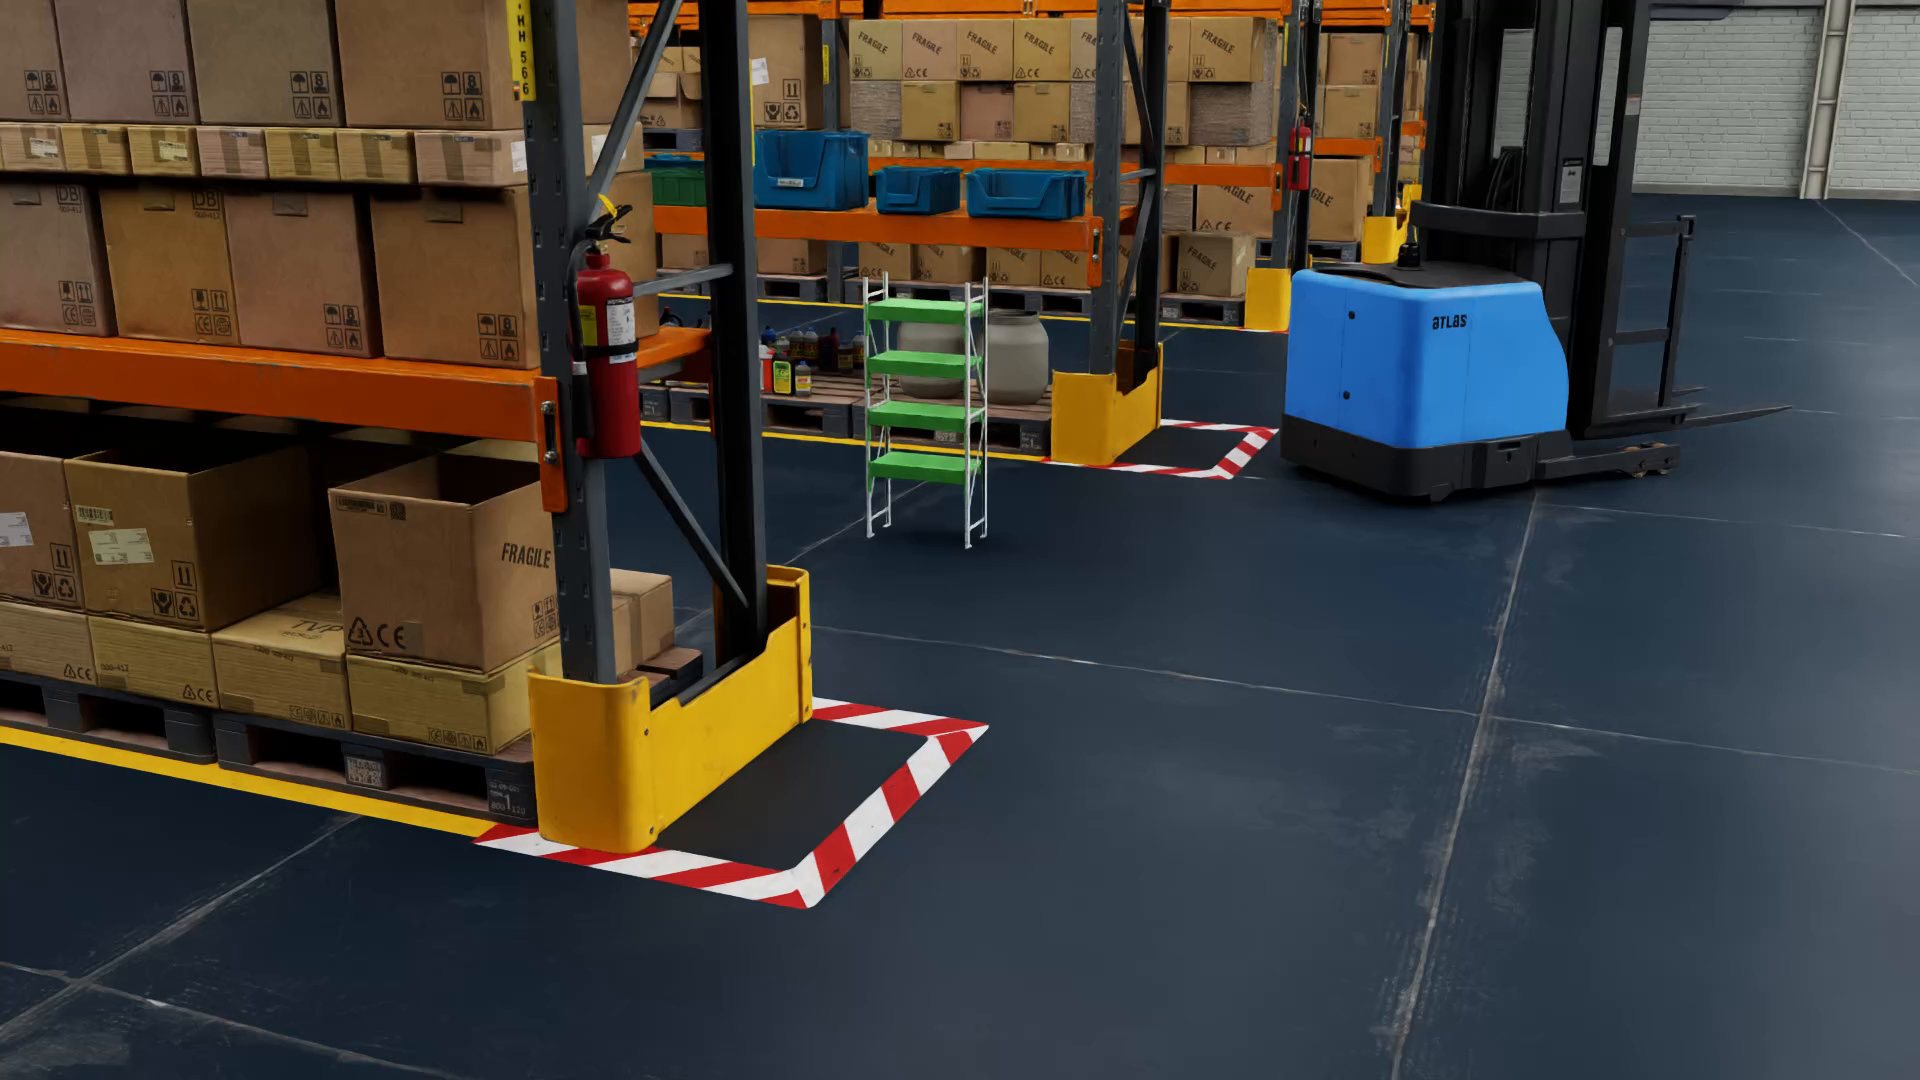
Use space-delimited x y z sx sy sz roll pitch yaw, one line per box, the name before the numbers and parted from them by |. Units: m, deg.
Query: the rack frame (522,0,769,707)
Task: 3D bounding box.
rack frame | -0.877 -0.728 4.800 0.127 3.000 1.000 6 17 21

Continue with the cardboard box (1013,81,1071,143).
cardboard box | 0.841 -3.687 14.282 0.500 0.500 0.875 6 17 21

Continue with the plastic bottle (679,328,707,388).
plastic bottle | -1.607 -1.107 10.070 0.185 0.351 0.144 6 17 20

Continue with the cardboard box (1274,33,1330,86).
cardboard box | 3.799 -5.244 18.150 0.550 0.550 0.875 6 17 21

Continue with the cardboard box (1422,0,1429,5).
cardboard box | 6.208 -7.305 22.526 0.250 0.149 0.380 6 17 21

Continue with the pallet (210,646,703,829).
pallet | -1.604 0.544 5.421 1.213 0.211 1.003 6 17 21

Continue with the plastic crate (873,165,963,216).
plastic crate | -0.233 -1.982 9.388 0.408 0.251 0.499 6 17 21

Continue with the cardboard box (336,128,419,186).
cardboard box | -1.546 -1.103 4.751 0.250 0.149 0.380 7 18 22

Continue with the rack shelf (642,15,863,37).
rack shelf | -2.905 -7.985 25.708 4.000 0.370 1.077 6 17 21

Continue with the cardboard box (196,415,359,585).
cardboard box | -2.230 -0.180 5.747 0.500 0.500 0.500 6 17 21

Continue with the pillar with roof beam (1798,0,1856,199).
pillar with roof beam | 11.900 -8.610 21.192 0.400 9.000 9.100 6 17 21

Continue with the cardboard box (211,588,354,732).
cardboard box | -1.954 0.365 5.216 0.500 0.250 0.500 6 17 21

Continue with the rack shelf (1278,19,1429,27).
rack shelf | 6.355 -8.454 27.325 4.000 0.370 1.077 6 17 21

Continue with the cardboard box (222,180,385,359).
cardboard box | -1.797 -0.879 5.143 0.500 0.500 0.700 7 18 22

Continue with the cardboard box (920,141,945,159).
cardboard box | -0.163 -3.415 14.506 0.250 0.149 0.380 6 17 21

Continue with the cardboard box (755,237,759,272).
cardboard box | -1.960 -2.839 15.766 0.500 0.500 0.700 6 17 20

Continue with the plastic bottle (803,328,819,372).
plastic bottle | -0.947 -1.214 10.581 0.097 0.271 0.097 0 16 0

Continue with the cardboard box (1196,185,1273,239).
cardboard box | 3.201 -3.896 18.770 0.875 0.875 0.875 6 17 20

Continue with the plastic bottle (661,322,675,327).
plastic bottle | -1.924 -1.273 10.774 0.135 0.276 0.152 6 17 21

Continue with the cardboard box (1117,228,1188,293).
cardboard box | 1.618 -2.418 14.354 0.500 0.500 0.500 12 20 35

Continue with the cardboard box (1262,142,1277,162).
cardboard box | 2.584 -3.267 13.997 0.250 0.149 0.380 6 17 21

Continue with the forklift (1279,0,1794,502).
forklift | 3.277 -1.860 8.822 3.031 2.935 1.130 -8 18 -25

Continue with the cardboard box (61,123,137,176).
cardboard box | -2.507 -1.209 5.115 0.250 0.149 0.380 7 18 22

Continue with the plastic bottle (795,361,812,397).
plastic bottle | -0.925 -0.954 9.808 0.097 0.201 0.097 0 16 0

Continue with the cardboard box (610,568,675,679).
cardboard box | -1.294 0.279 5.513 0.500 0.250 0.500 6 17 21

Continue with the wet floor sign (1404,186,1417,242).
wet floor sign | 5.429 -3.953 20.131 0.232 0.644 0.267 3 17 11

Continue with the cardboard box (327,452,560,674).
cardboard box | -1.485 0.053 4.944 0.500 0.500 0.500 6 17 21

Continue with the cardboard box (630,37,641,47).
cardboard box | -5.169 -7.883 26.311 0.250 0.149 0.380 6 17 20

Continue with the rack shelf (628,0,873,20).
rack shelf | -2.820 -5.005 15.445 4.000 0.370 1.077 6 17 21

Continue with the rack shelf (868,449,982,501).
rack shelf | -0.154 -0.301 7.649 0.480 0.148 0.258 6 17 21

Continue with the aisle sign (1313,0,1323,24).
aisle sign | 2.929 -4.617 13.533 0.004 0.787 0.394 6 17 21

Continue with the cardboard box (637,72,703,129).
cardboard box | -2.606 -4.110 15.514 0.637 0.503 0.797 8 18 26

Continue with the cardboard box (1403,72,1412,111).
cardboard box | 5.792 -6.042 22.392 0.500 0.500 0.500 6 17 20

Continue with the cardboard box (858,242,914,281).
cardboard box | -0.602 -2.656 15.172 0.500 0.500 0.500 6 17 19

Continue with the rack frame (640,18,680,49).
rack frame | -4.765 -7.094 26.731 0.127 3.000 1.000 6 17 21

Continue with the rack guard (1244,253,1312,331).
rack guard | 2.691 -2.104 14.024 0.348 0.500 1.175 6 17 21

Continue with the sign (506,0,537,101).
sign | -1.089 -1.258 4.126 0.005 0.325 0.100 6 17 21

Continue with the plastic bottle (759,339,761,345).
plastic bottle | -1.323 -1.222 10.734 0.097 0.201 0.097 0 16 0

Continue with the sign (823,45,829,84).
sign | -1.160 -4.118 14.400 0.005 0.325 0.100 6 17 21

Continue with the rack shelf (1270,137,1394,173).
rack shelf | 2.815 -4.432 18.849 4.000 0.370 1.077 6 17 21

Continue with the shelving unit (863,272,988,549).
shelving unit | -0.154 -0.593 7.565 0.503 1.200 0.258 6 17 21

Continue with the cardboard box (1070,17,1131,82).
cardboard box | 1.228 -4.061 13.777 0.500 0.500 0.500 6 17 21

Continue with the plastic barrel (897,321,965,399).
plastic barrel | -0.162 -1.118 9.853 0.421 0.512 0.421 0 16 0

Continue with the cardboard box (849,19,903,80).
cardboard box | -0.634 -4.265 14.478 0.500 0.500 0.500 6 17 21

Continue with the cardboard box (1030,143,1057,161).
cardboard box | 0.780 -3.321 14.185 0.250 0.149 0.380 6 17 21

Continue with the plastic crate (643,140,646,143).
plastic crate | -2.337 -2.305 10.344 0.504 0.338 0.767 6 17 21

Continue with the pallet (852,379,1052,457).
pallet | 0.102 -0.753 9.889 1.213 0.211 1.003 6 17 21

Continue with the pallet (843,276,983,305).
pallet | -0.322 -2.307 15.242 1.213 0.211 1.003 6 17 21

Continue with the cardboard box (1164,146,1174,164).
cardboard box | 1.710 -3.219 13.833 0.250 0.149 0.380 6 17 21

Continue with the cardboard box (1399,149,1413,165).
cardboard box | 7.185 -6.299 27.272 0.500 0.250 0.500 6 17 20

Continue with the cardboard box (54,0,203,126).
cardboard box | -2.316 -1.559 5.157 0.500 0.500 0.700 6 17 21

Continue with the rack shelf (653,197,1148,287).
rack shelf | -0.916 -1.871 10.029 4.000 0.370 1.077 6 17 21

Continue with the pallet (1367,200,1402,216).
pallet | 5.584 -4.628 23.236 1.213 0.211 1.003 6 17 21

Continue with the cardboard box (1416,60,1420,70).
cardboard box | 7.311 -7.676 26.857 0.250 0.149 0.380 7 17 22
